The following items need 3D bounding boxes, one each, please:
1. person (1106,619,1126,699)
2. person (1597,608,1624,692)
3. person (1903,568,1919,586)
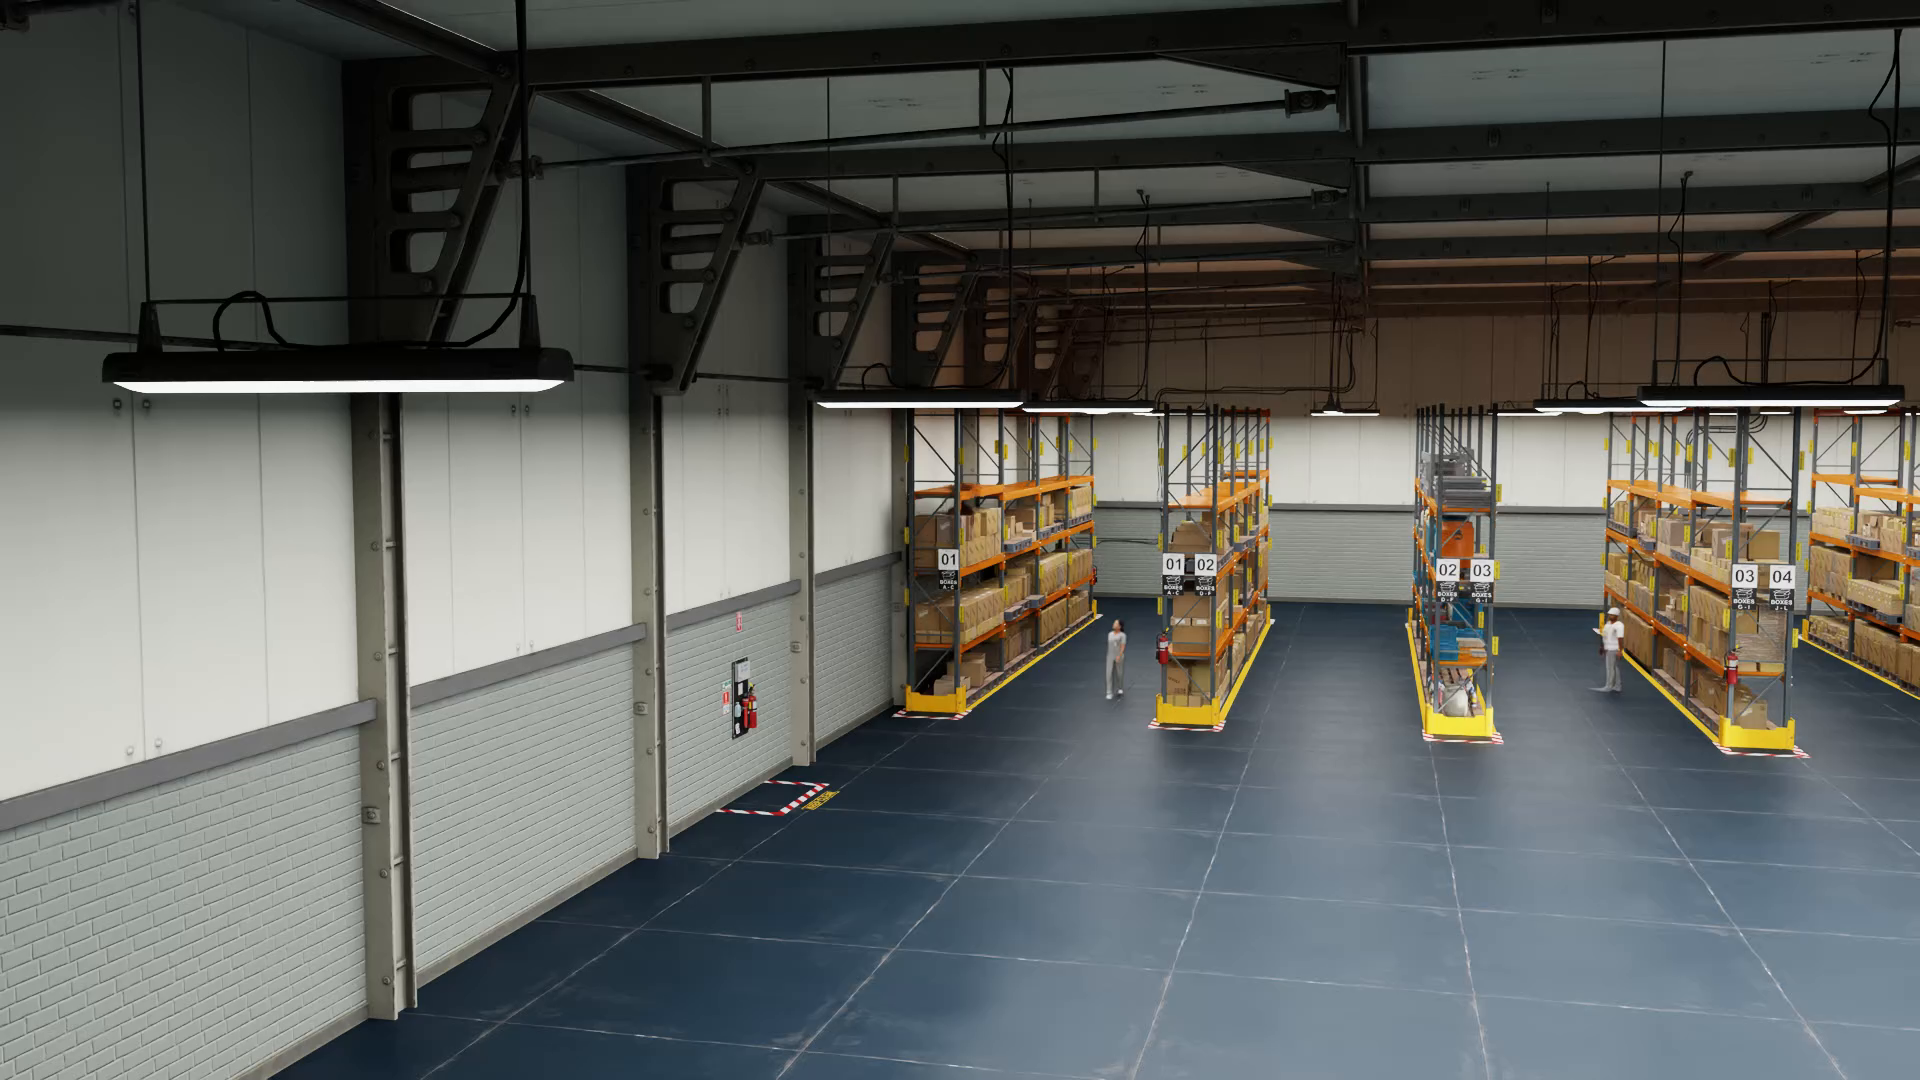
[{"bbox_3d":[3.197,2.431,34.092,0.418,1.610,1.012,1,4,12],"label":"person"},{"bbox_3d":[13.646,2.302,34.948,0.509,1.770,0.564,1,4,12],"label":"person"},{"bbox_3d":[25.448,1.614,44.488,1.095,1.731,0.649,0,4,5],"label":"person"}]
